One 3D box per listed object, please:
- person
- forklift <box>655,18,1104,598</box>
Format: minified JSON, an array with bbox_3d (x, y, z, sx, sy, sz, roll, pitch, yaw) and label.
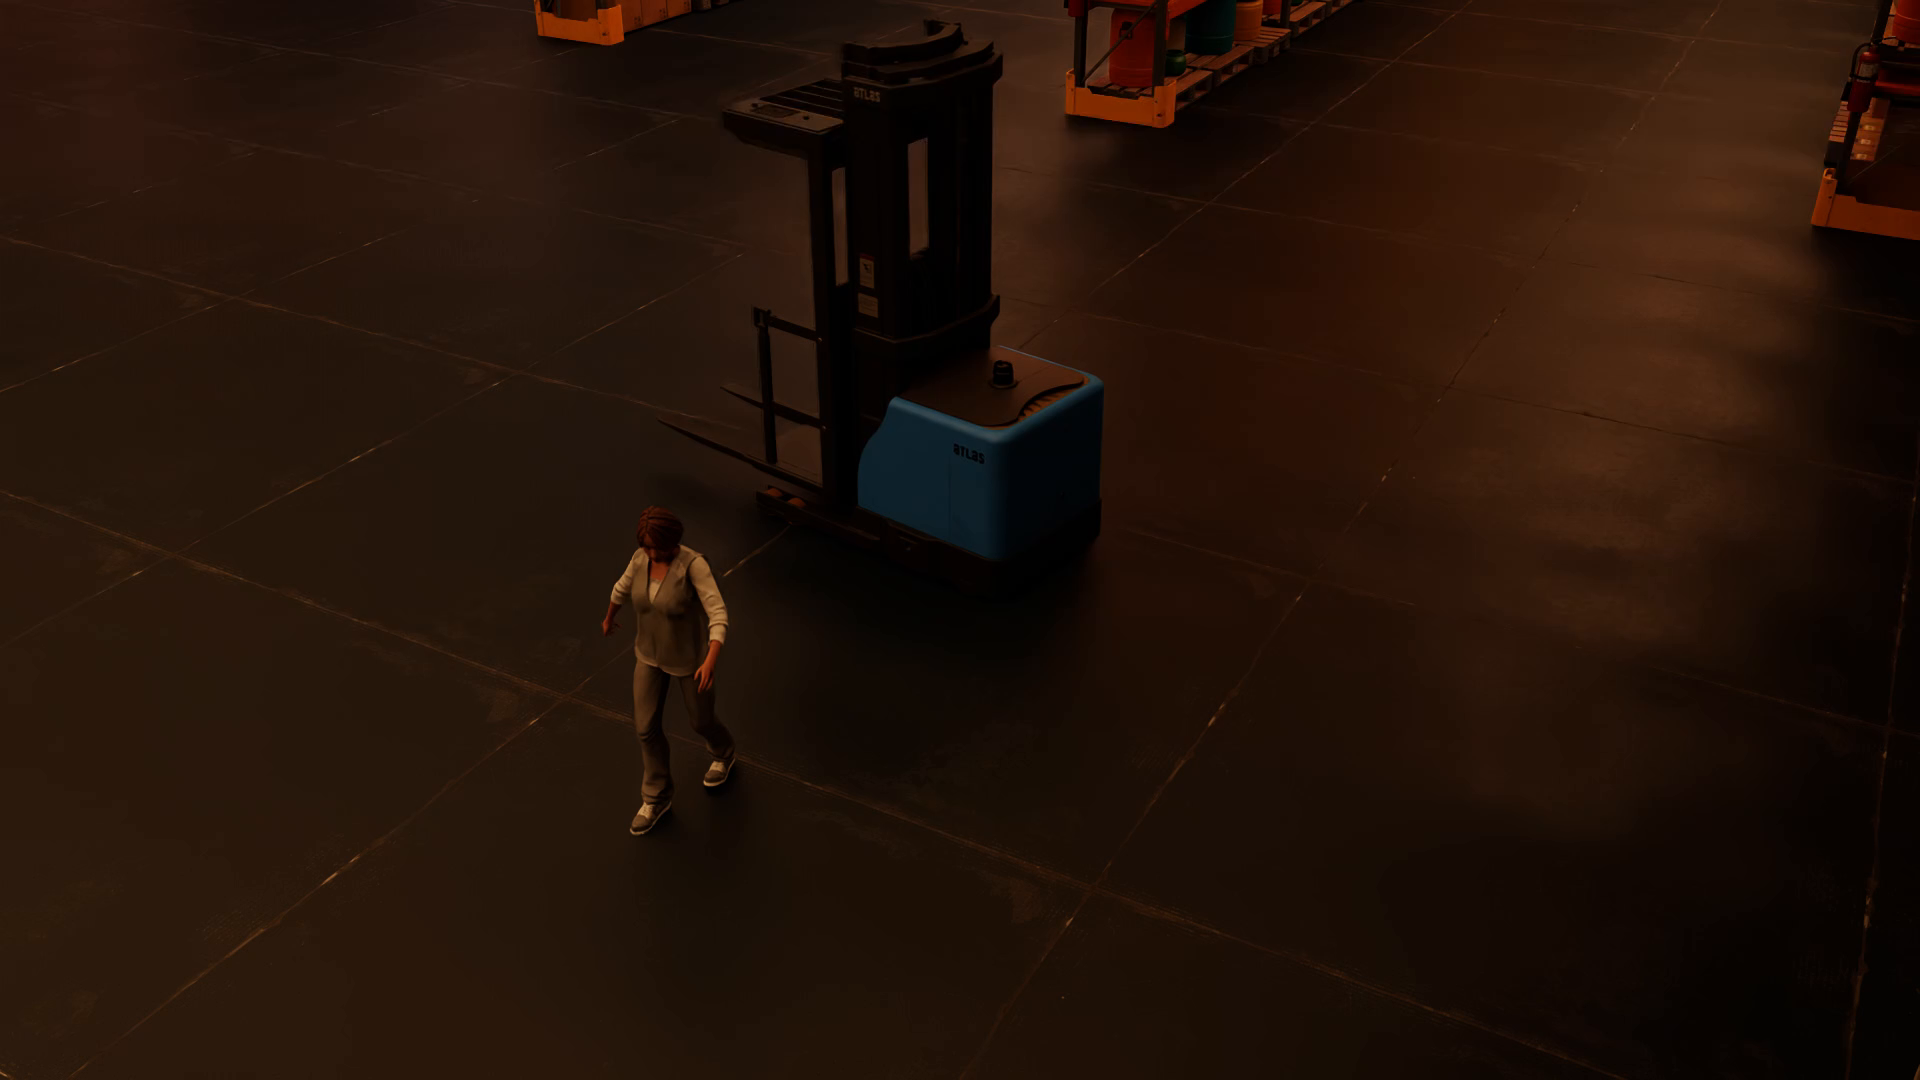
[{"bbox_3d":[-1.328,0.550,7.495,0.822,1.579,0.710,11,32,18],"label":"person"},{"bbox_3d":[-0.626,-1.541,9.740,3.031,2.935,1.130,22,37,33],"label":"forklift"}]
